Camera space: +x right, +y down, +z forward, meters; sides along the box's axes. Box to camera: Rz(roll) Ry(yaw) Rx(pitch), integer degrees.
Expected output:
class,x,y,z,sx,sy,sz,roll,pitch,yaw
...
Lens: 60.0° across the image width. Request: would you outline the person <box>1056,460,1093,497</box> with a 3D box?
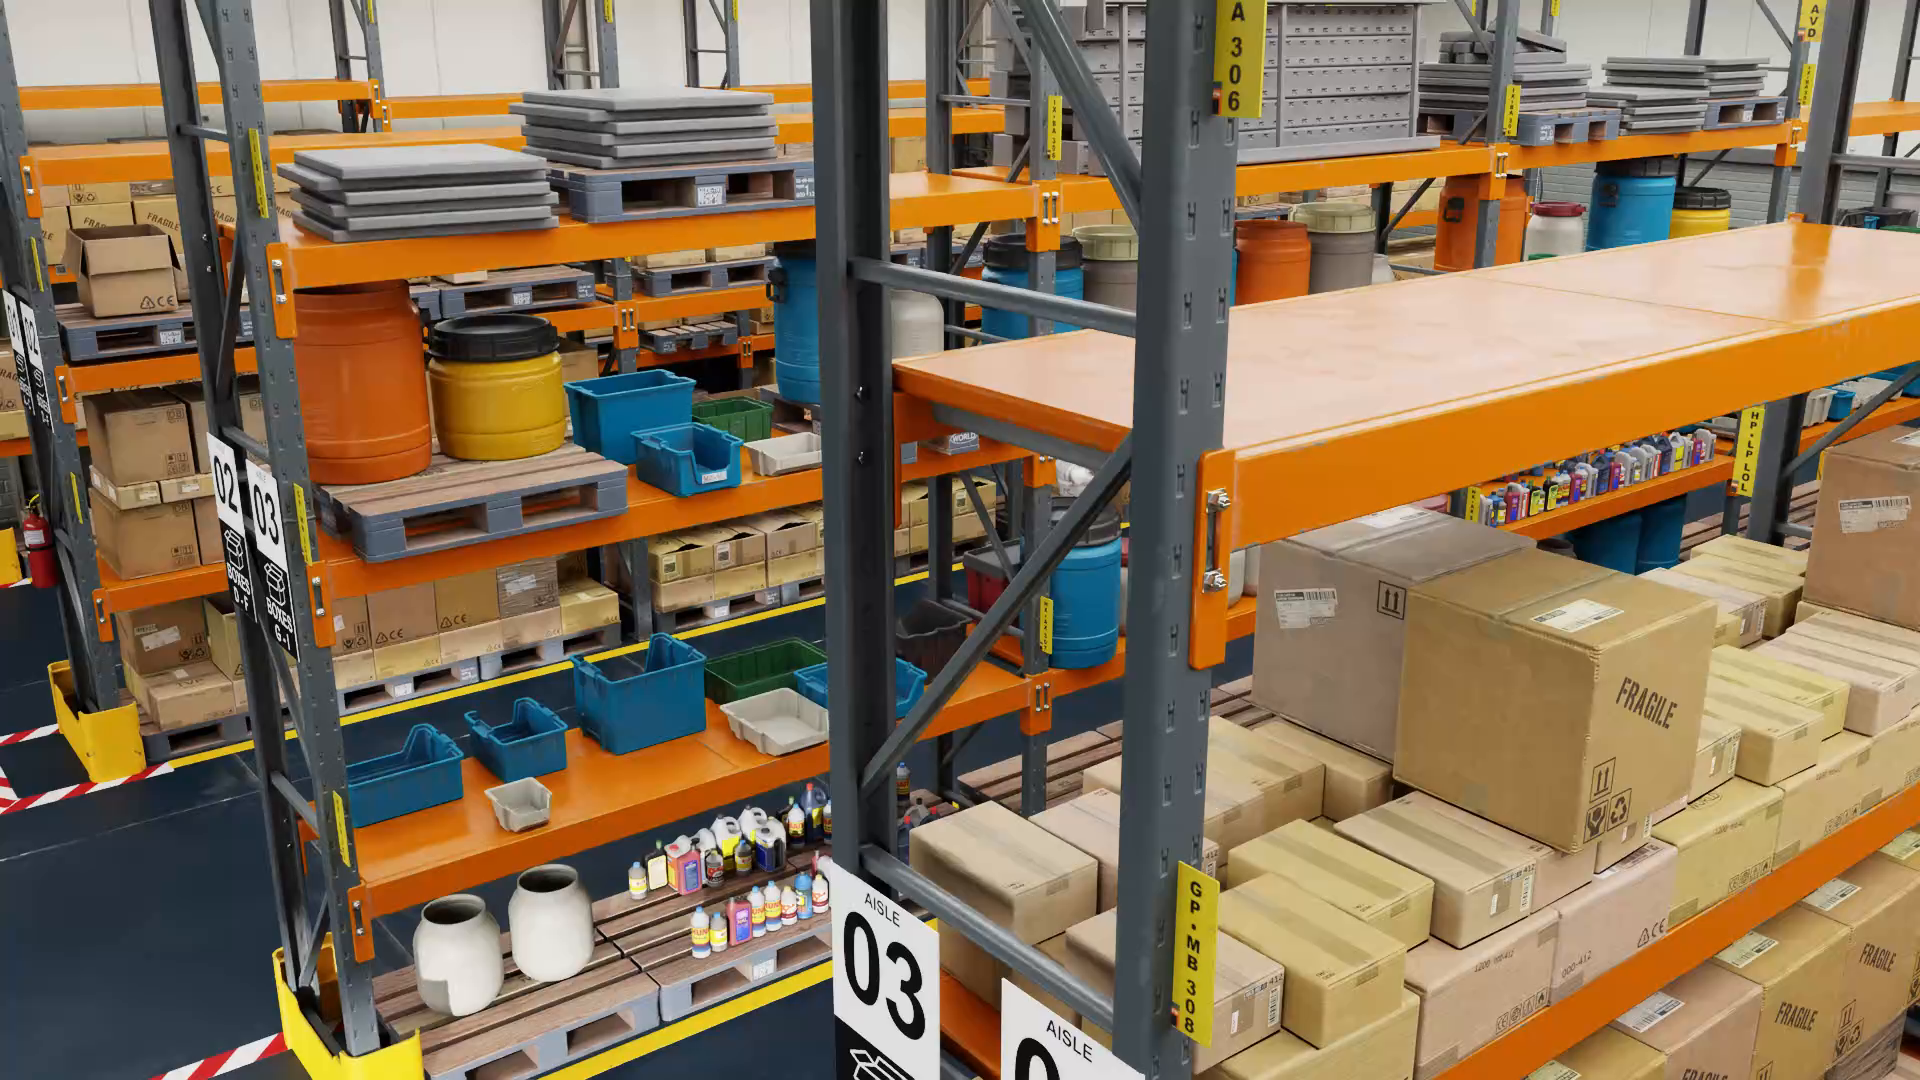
class,x,y,z,sx,sy,sz,roll,pitch,yaw
person,1.030,-0.148,14.029,0.543,1.700,0.471,-7,19,-21
